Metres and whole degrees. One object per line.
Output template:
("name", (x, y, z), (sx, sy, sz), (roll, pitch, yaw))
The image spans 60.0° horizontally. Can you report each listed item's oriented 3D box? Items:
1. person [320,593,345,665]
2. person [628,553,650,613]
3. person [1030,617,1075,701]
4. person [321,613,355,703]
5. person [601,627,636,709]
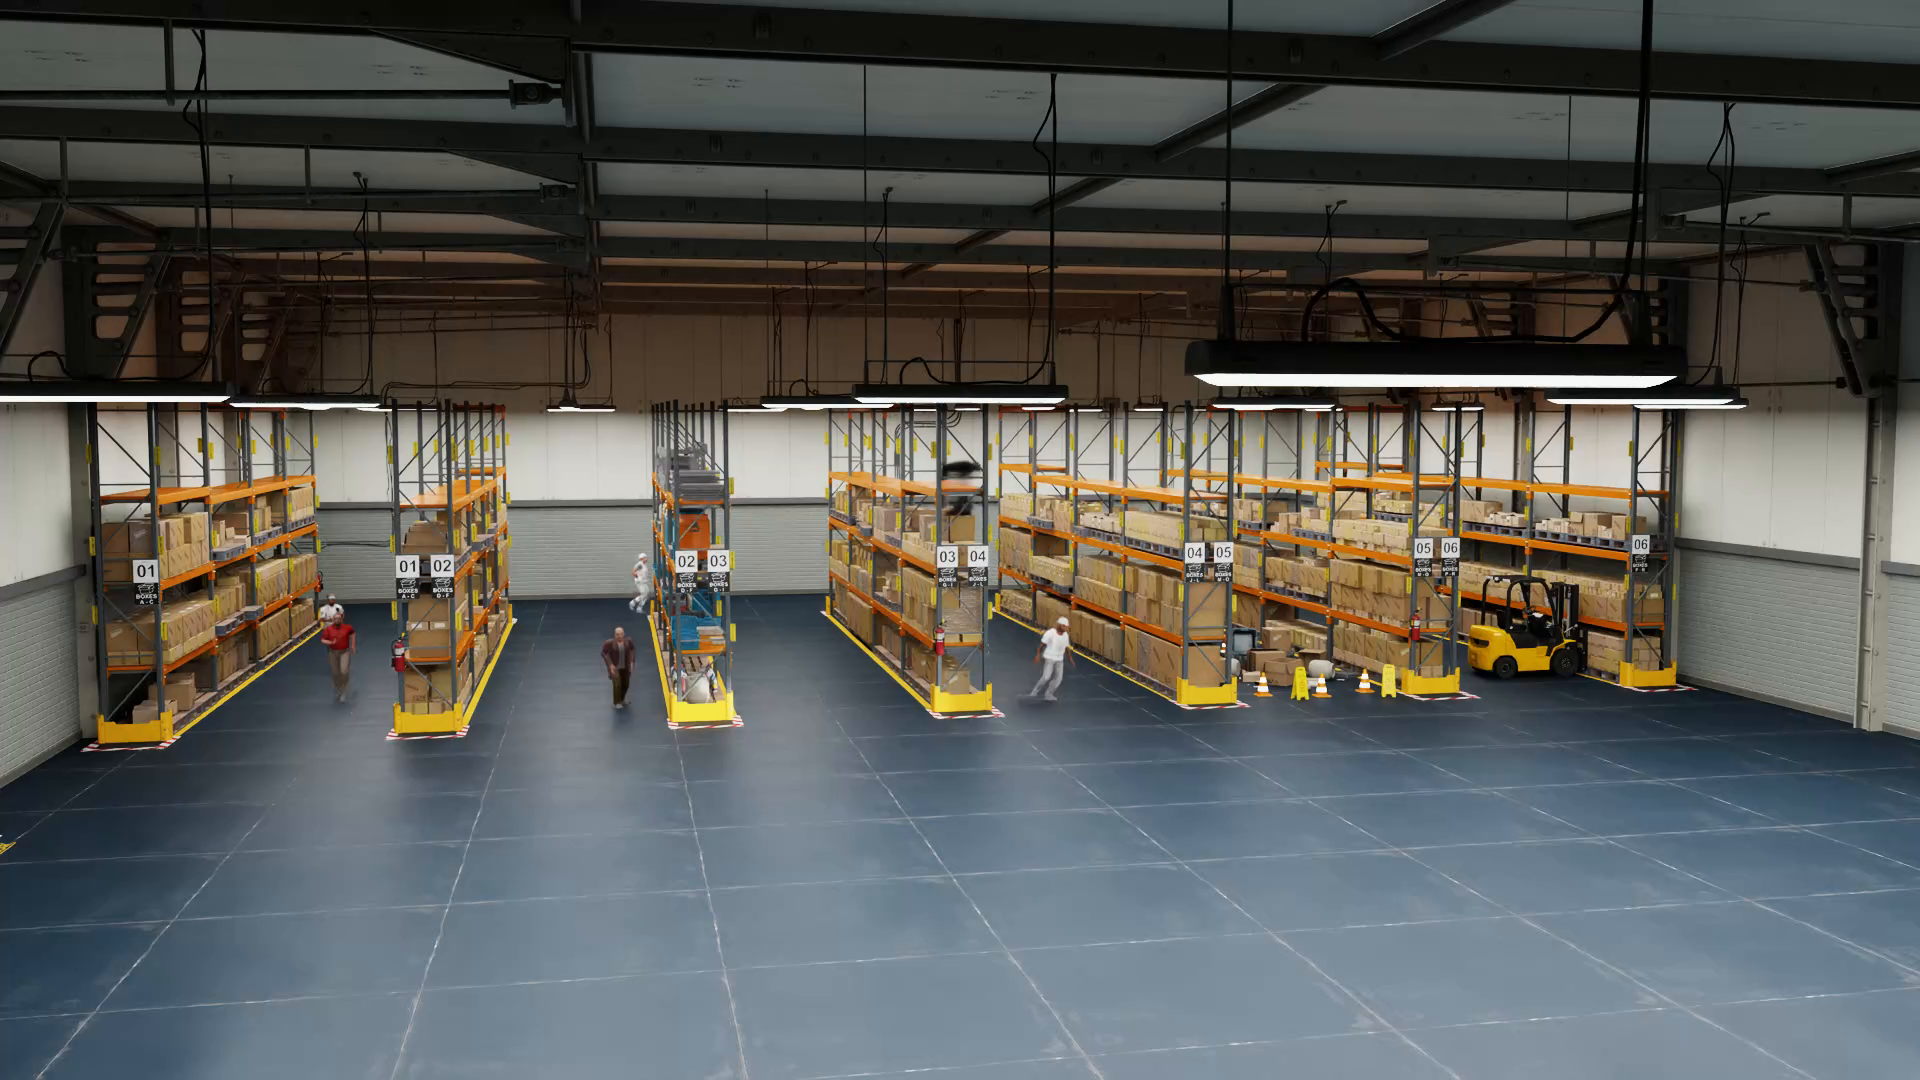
("person", (-14.134, 2.057, 37.458), (0.526, 1.749, 0.848), (-2, 5, -20))
("person", (-9.268, 1.243, 48.110), (0.550, 1.718, 0.753), (0, 4, 5))
("person", (1.849, 2.366, 33.200), (0.828, 1.684, 0.685), (-3, 5, -33))
("person", (-12.465, 2.347, 33.361), (0.615, 1.792, 0.890), (-1, 4, -14))
("person", (-6.660, 2.464, 32.388), (0.733, 1.639, 0.881), (-3, 5, -36))
